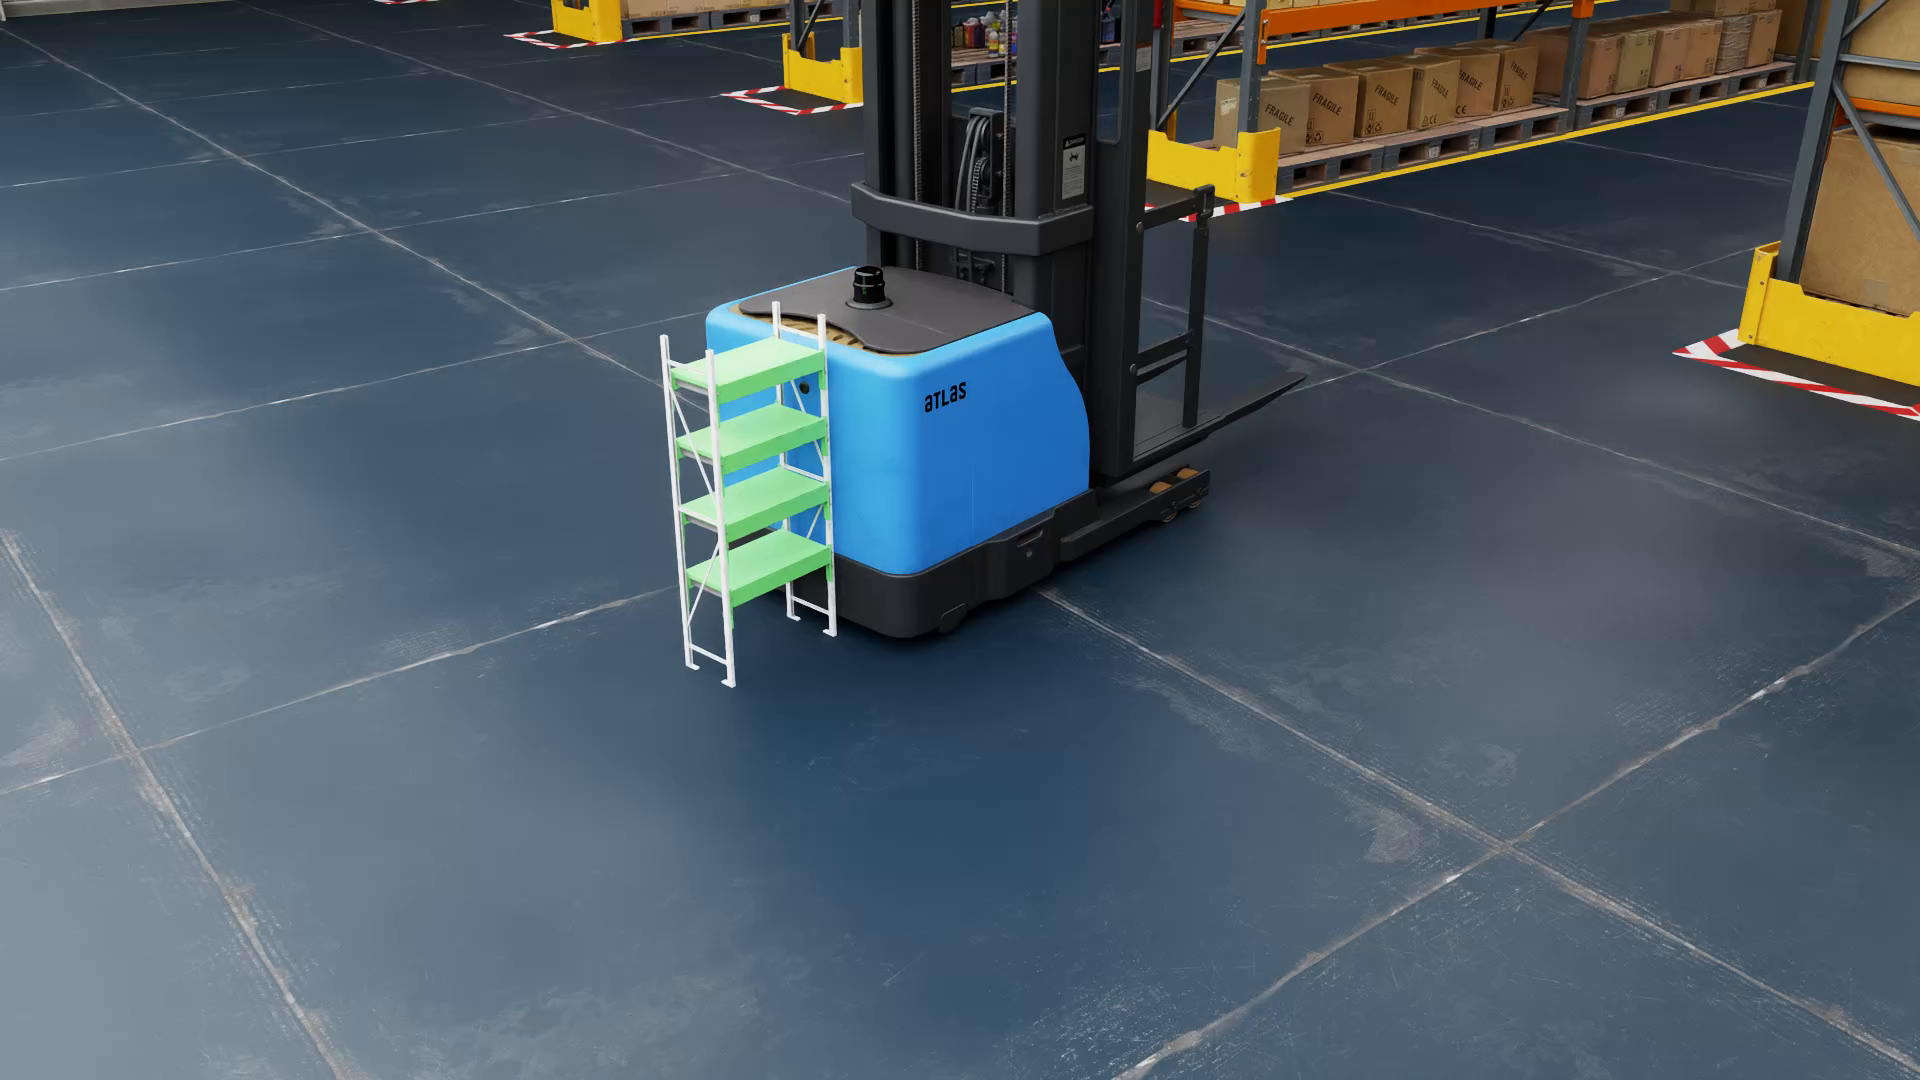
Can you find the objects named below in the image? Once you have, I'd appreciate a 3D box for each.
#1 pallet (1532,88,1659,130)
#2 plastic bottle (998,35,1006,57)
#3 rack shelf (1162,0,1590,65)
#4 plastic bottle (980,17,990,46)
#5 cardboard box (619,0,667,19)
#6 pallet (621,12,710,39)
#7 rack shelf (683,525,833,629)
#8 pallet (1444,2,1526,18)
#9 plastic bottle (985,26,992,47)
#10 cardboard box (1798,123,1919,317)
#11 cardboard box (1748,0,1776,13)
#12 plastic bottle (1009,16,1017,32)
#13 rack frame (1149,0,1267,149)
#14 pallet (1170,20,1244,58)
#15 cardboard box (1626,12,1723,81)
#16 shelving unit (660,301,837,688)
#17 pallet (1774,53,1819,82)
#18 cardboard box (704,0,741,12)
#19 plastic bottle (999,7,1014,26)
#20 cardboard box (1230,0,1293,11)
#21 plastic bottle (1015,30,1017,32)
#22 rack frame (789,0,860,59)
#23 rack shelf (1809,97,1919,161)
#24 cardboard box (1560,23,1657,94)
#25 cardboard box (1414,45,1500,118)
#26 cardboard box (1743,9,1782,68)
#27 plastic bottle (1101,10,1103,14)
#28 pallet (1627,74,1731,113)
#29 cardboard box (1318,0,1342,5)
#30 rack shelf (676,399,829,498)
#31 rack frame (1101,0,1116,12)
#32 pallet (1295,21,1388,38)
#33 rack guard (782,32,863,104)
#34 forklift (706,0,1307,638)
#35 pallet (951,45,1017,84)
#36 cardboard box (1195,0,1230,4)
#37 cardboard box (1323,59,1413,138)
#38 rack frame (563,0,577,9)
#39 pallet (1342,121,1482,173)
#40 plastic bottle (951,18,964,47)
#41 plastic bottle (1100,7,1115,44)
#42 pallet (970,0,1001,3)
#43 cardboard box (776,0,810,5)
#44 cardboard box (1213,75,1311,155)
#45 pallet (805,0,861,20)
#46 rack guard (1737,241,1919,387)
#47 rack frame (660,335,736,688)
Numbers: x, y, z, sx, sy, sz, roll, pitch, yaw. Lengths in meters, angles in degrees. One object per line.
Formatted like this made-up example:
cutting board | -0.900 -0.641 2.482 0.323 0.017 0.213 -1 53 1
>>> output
pallet | 5.531 -3.965 15.044 1.213 0.211 1.003 -18 31 -34
plastic bottle | 0.416 -4.954 16.663 0.097 0.201 0.097 0 25 0
rack shelf | 3.346 -4.182 13.052 4.000 0.370 1.077 -18 31 -34
plastic bottle | 0.215 -5.308 17.337 0.135 0.276 0.152 -19 31 -35
cardboard box | -3.779 -6.280 19.486 0.500 0.250 0.500 -18 31 -34
pallet | -3.762 -6.219 19.899 1.213 0.211 1.003 -18 31 -34
rack shelf | -0.701 0.122 5.783 0.258 0.148 0.480 20 32 36
pallet | 6.565 -6.976 21.531 1.213 0.211 1.003 -18 31 -34
plastic bottle | 0.306 -5.238 17.274 0.097 0.201 0.097 0 25 0
cardboard box | 5.246 -1.744 8.970 0.875 0.875 0.875 -18 30 -34
cardboard box | 7.558 -5.289 16.138 0.500 0.250 0.500 -17 30 -32
plastic bottle | 0.600 -5.358 17.445 0.135 0.276 0.152 -18 31 -34
rack frame | 1.772 -3.989 11.781 0.127 3.000 1.000 -18 31 -34
pallet | 2.457 -5.620 18.609 1.213 0.211 1.003 -18 31 -34
cardboard box | 6.682 -4.654 15.661 0.500 0.500 0.700 -15 29 -30
shelving unit | -0.701 -0.153 5.655 0.258 1.200 0.503 20 32 36
pallet | 8.734 -4.982 17.233 1.213 0.211 1.003 -18 31 -34
cardboard box | -2.994 -6.541 20.048 0.500 0.250 0.500 -18 31 -34
plastic bottle | 0.489 -5.435 17.521 0.185 0.351 0.144 -19 31 -34
cardboard box | 2.143 -3.870 11.823 0.250 0.149 0.380 -18 31 -34
plastic bottle | 0.604 -5.048 16.782 0.097 0.271 0.097 0 25 0
rack frame | -1.285 -5.629 15.316 0.127 3.000 1.000 -18 31 -34
rack shelf | 6.327 -2.512 9.455 4.000 0.370 1.077 -18 31 -34
cardboard box | 5.803 -4.363 15.035 0.500 0.500 0.700 -18 31 -34
cardboard box | 4.134 -3.842 13.936 0.500 0.500 0.500 -9 26 -18
cardboard box | 7.552 -4.952 16.303 0.500 0.500 0.700 -20 32 -37
plastic bottle | 1.445 -5.451 17.557 0.185 0.351 0.144 -18 31 -34
pallet | 6.492 -4.284 15.730 1.213 0.211 1.003 -18 31 -34
cardboard box | 2.558 -3.988 12.079 0.250 0.149 0.380 -18 31 -34
rack shelf | -0.701 -0.313 5.581 0.258 0.148 0.480 20 32 36
rack frame | 1.863 -6.668 17.555 0.127 3.000 1.000 -18 31 -34
pallet | 4.377 -6.254 19.975 1.213 0.211 1.003 -18 31 -34
rack guard | -1.254 -4.531 15.919 0.348 0.500 1.175 -18 31 -34
forklift | 0.408 -1.527 6.559 1.130 2.935 3.031 20 32 36
pallet | 0.348 -4.924 17.109 1.213 0.211 1.003 -18 31 -34
cardboard box | 1.869 -4.017 12.141 0.250 0.149 0.380 -18 31 -34
cardboard box | 3.227 -3.525 13.252 0.500 0.500 0.500 -15 29 -29
rack frame | -4.338 -7.271 18.854 0.127 3.000 1.000 -18 31 -34
pallet | 3.452 -3.258 13.519 1.213 0.211 1.003 -18 31 -34
plastic bottle | -0.029 -5.255 17.215 0.133 0.283 0.061 -17 30 -33
plastic bottle | 1.534 -5.404 17.454 0.185 0.351 0.144 -19 31 -35
pallet | 0.326 -7.568 22.807 1.213 0.211 1.003 -18 31 -34
cardboard box | -2.204 -6.799 20.605 0.500 0.250 0.500 -18 31 -34
cardboard box | 2.273 -3.202 12.556 0.500 0.500 0.500 -12 28 -25
pallet | -1.842 -6.853 21.265 1.213 0.211 1.003 -18 31 -34
rack guard | 4.734 -1.179 8.697 0.348 0.500 1.175 -18 31 -34
rack frame | -0.861 -0.076 5.488 0.240 1.200 0.015 20 32 36
